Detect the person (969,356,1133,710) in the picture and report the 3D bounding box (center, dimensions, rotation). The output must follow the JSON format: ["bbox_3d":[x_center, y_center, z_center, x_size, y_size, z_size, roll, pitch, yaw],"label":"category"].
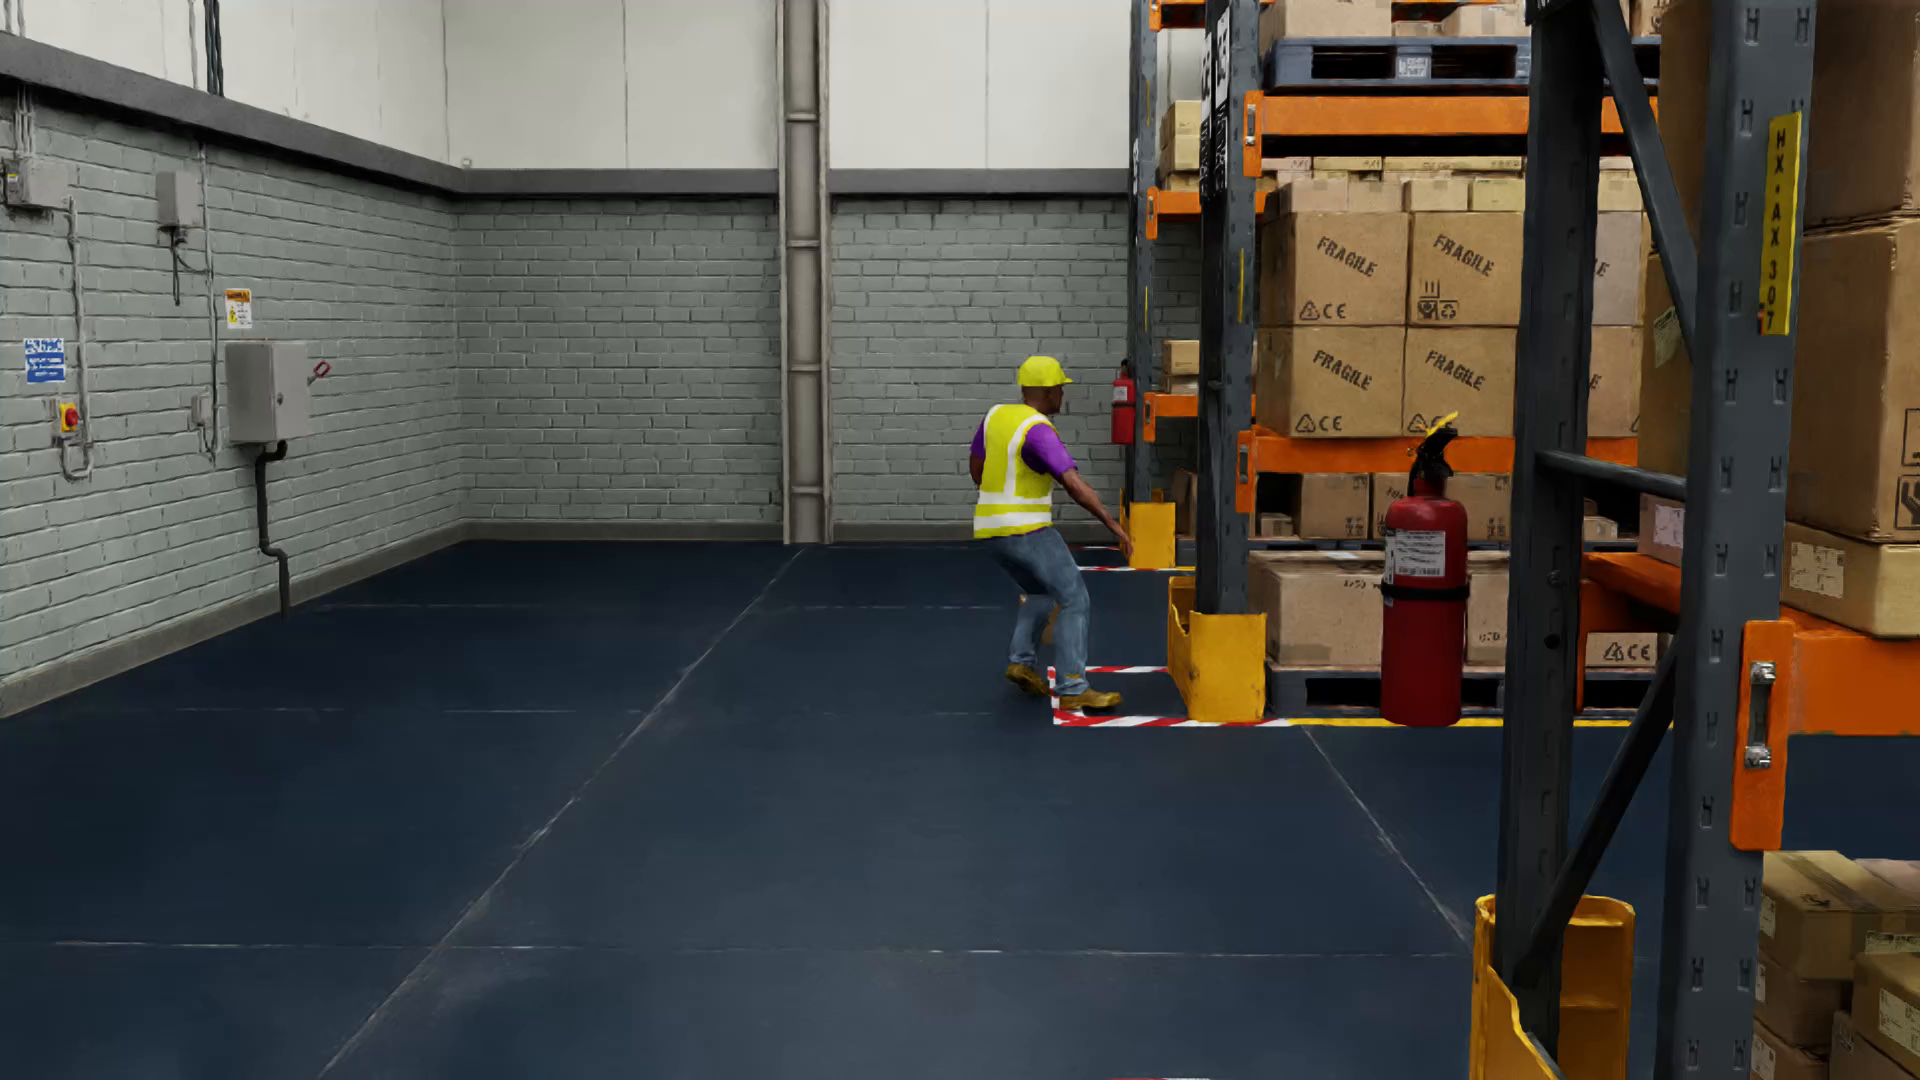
[{"bbox_3d":[0.393,-0.036,7.989,0.500,1.687,0.968,-5,9,-35],"label":"person"}]
